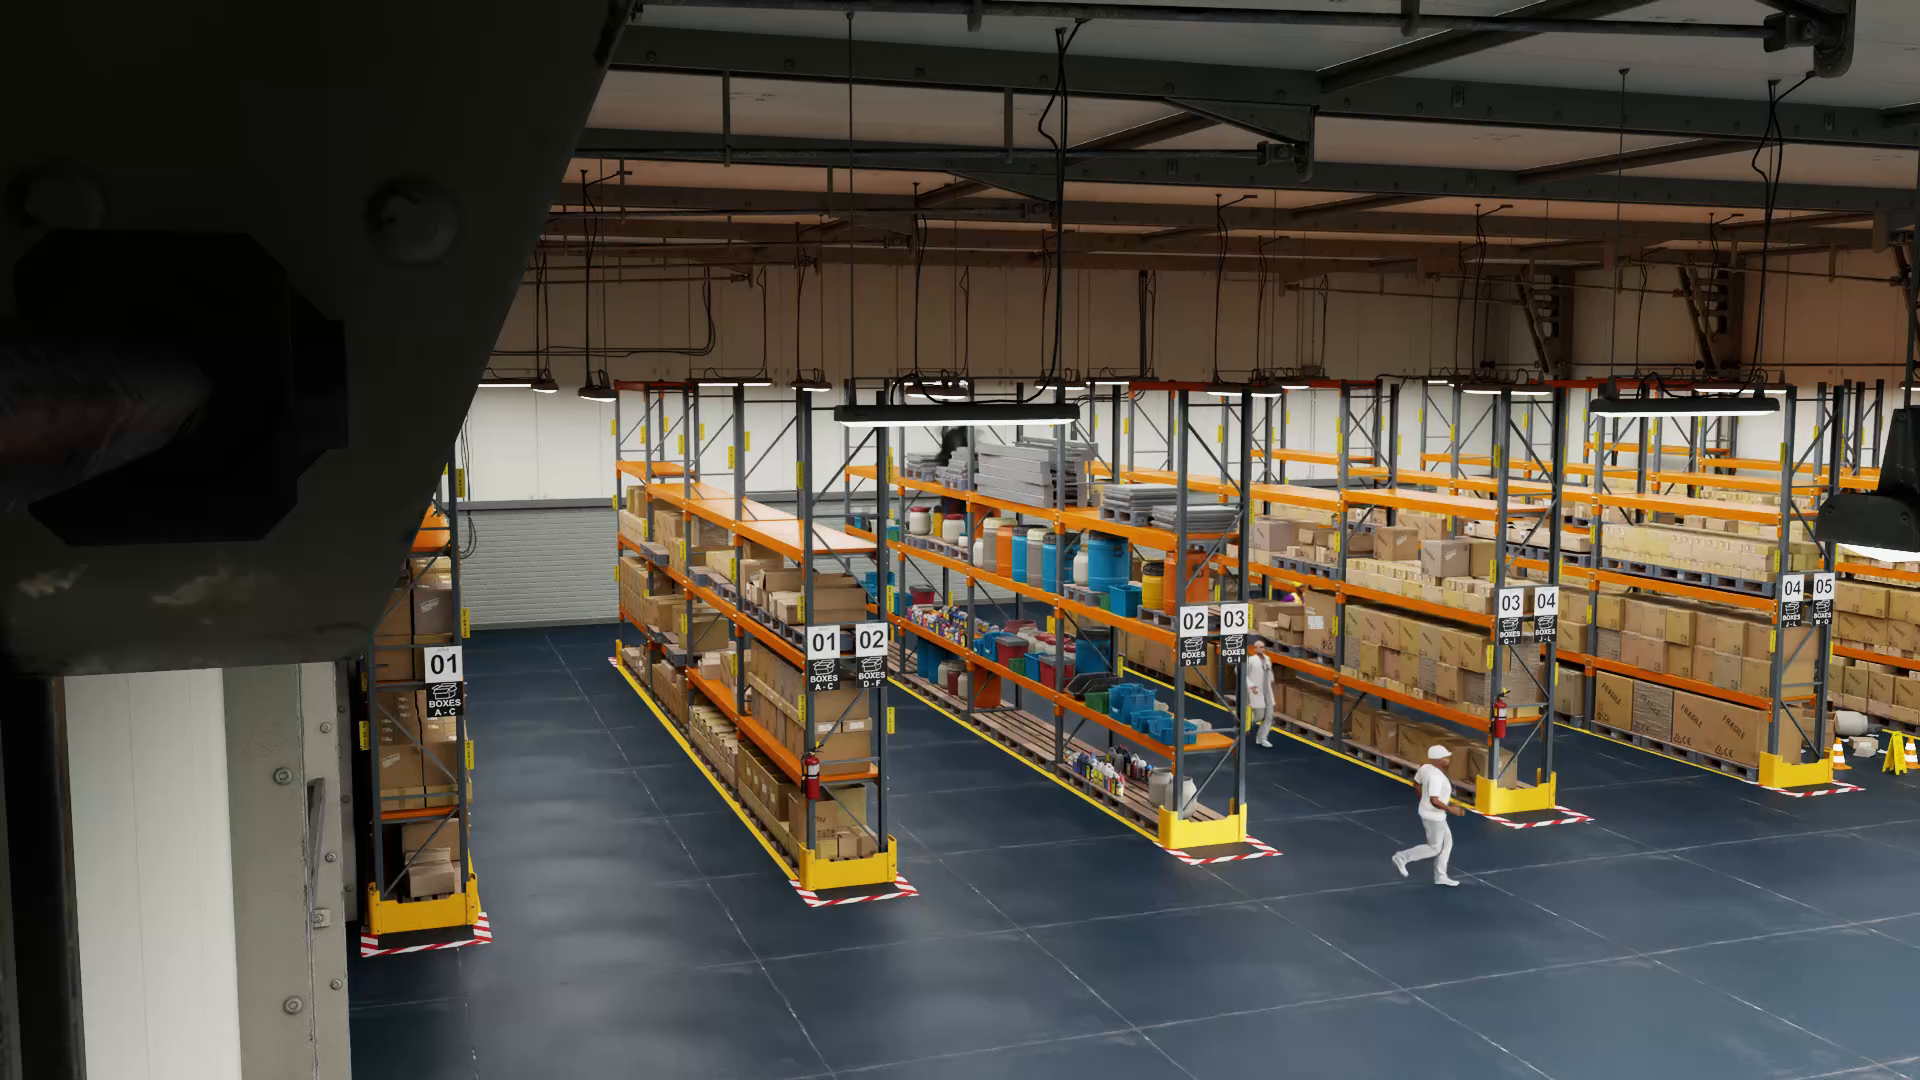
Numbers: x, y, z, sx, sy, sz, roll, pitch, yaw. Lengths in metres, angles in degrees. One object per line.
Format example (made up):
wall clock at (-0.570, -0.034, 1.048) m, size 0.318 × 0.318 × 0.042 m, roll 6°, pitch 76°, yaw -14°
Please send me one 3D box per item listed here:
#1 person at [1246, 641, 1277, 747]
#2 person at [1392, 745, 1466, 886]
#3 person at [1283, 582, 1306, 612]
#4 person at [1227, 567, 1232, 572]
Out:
person at (4.978, 2.543, 27.742) m, size 0.711 × 1.743 × 0.756 m, roll -3°, pitch 7°, yaw -28°
person at (5.664, 3.341, 20.176) m, size 0.834 × 1.735 × 0.692 m, roll 1°, pitch 6°, yaw 6°
person at (7.258, 1.725, 35.438) m, size 0.691 × 1.723 × 0.586 m, roll -3°, pitch 7°, yaw -26°
person at (6.119, 1.466, 38.319) m, size 0.614 × 1.724 × 0.756 m, roll -2°, pitch 6°, yaw -15°
